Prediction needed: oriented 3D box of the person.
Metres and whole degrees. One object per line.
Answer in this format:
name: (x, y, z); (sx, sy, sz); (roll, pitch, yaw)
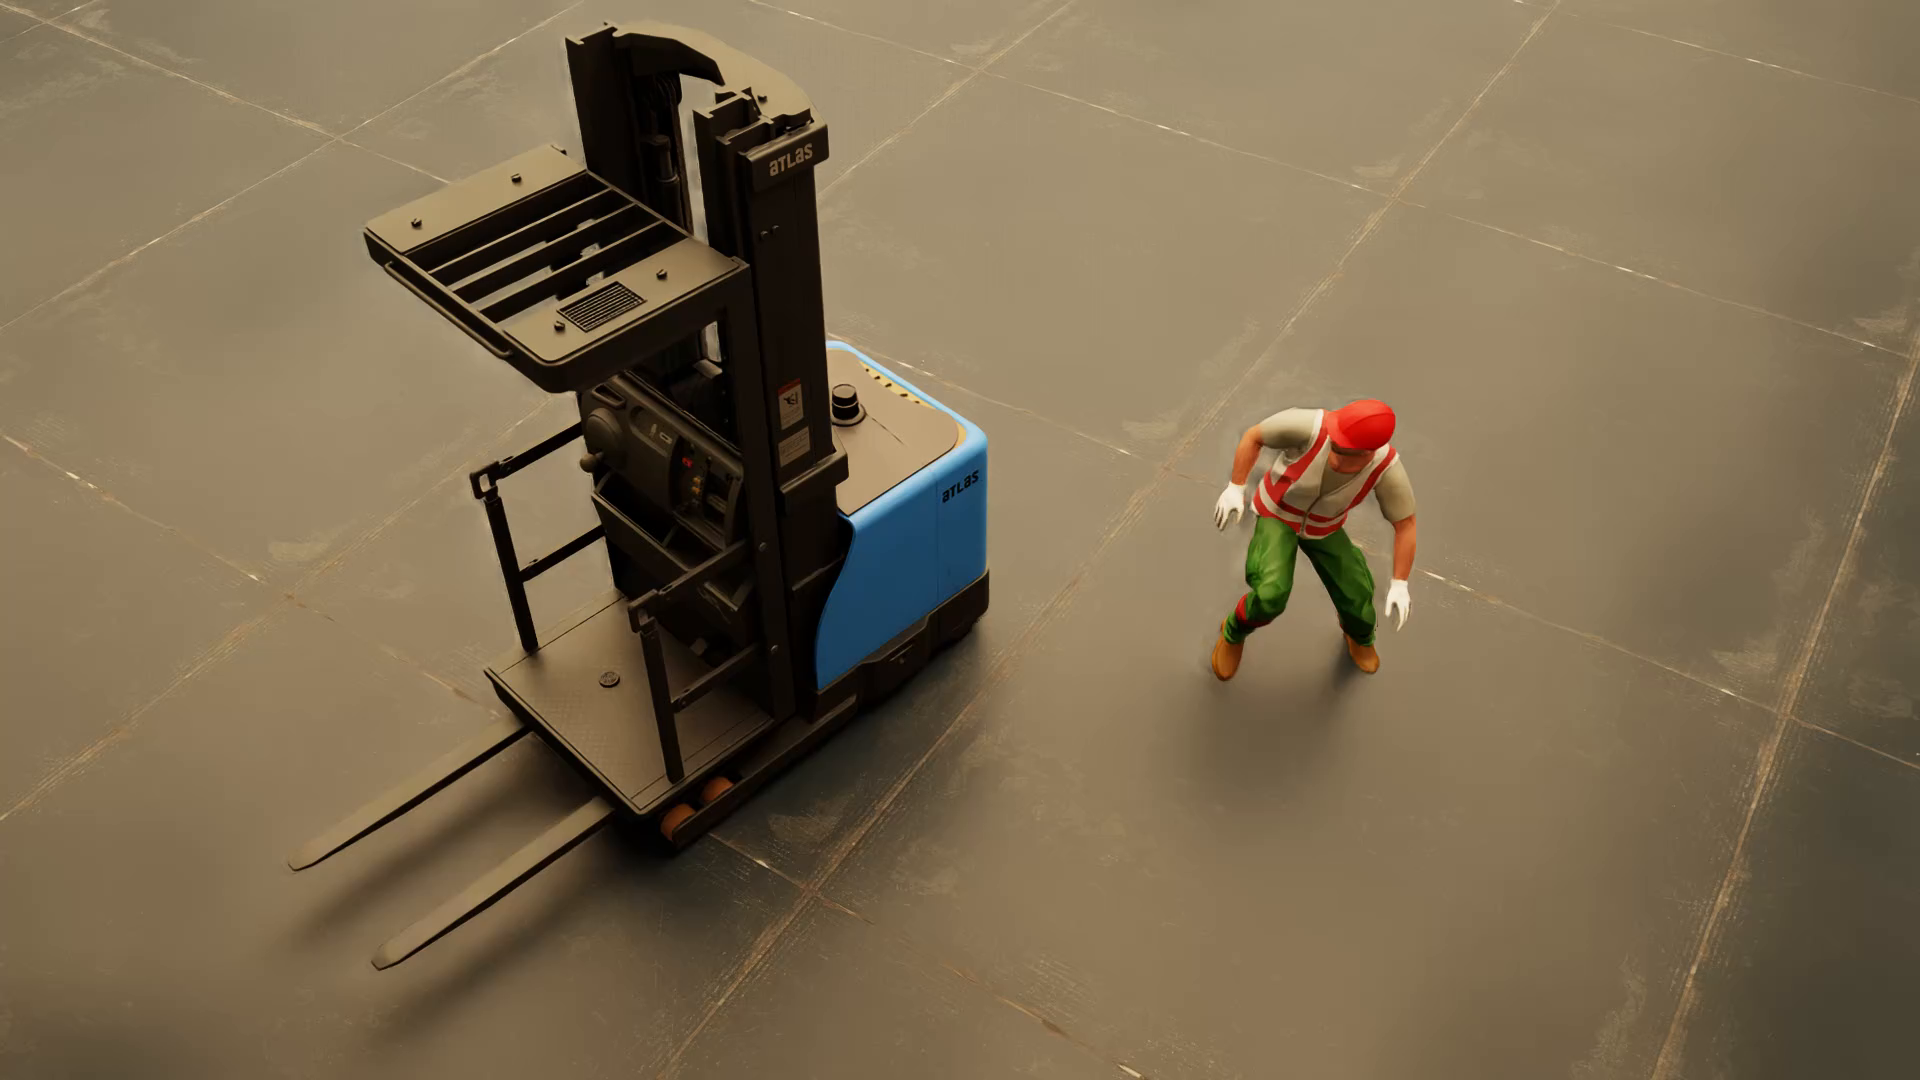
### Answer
person: (1.469, -0.002, 6.911); (0.811, 1.538, 0.680); (2, 44, 2)

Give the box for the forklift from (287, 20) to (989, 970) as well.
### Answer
forklift: (-1.267, -0.244, 6.105); (3.031, 2.935, 1.130); (-34, 53, -31)
